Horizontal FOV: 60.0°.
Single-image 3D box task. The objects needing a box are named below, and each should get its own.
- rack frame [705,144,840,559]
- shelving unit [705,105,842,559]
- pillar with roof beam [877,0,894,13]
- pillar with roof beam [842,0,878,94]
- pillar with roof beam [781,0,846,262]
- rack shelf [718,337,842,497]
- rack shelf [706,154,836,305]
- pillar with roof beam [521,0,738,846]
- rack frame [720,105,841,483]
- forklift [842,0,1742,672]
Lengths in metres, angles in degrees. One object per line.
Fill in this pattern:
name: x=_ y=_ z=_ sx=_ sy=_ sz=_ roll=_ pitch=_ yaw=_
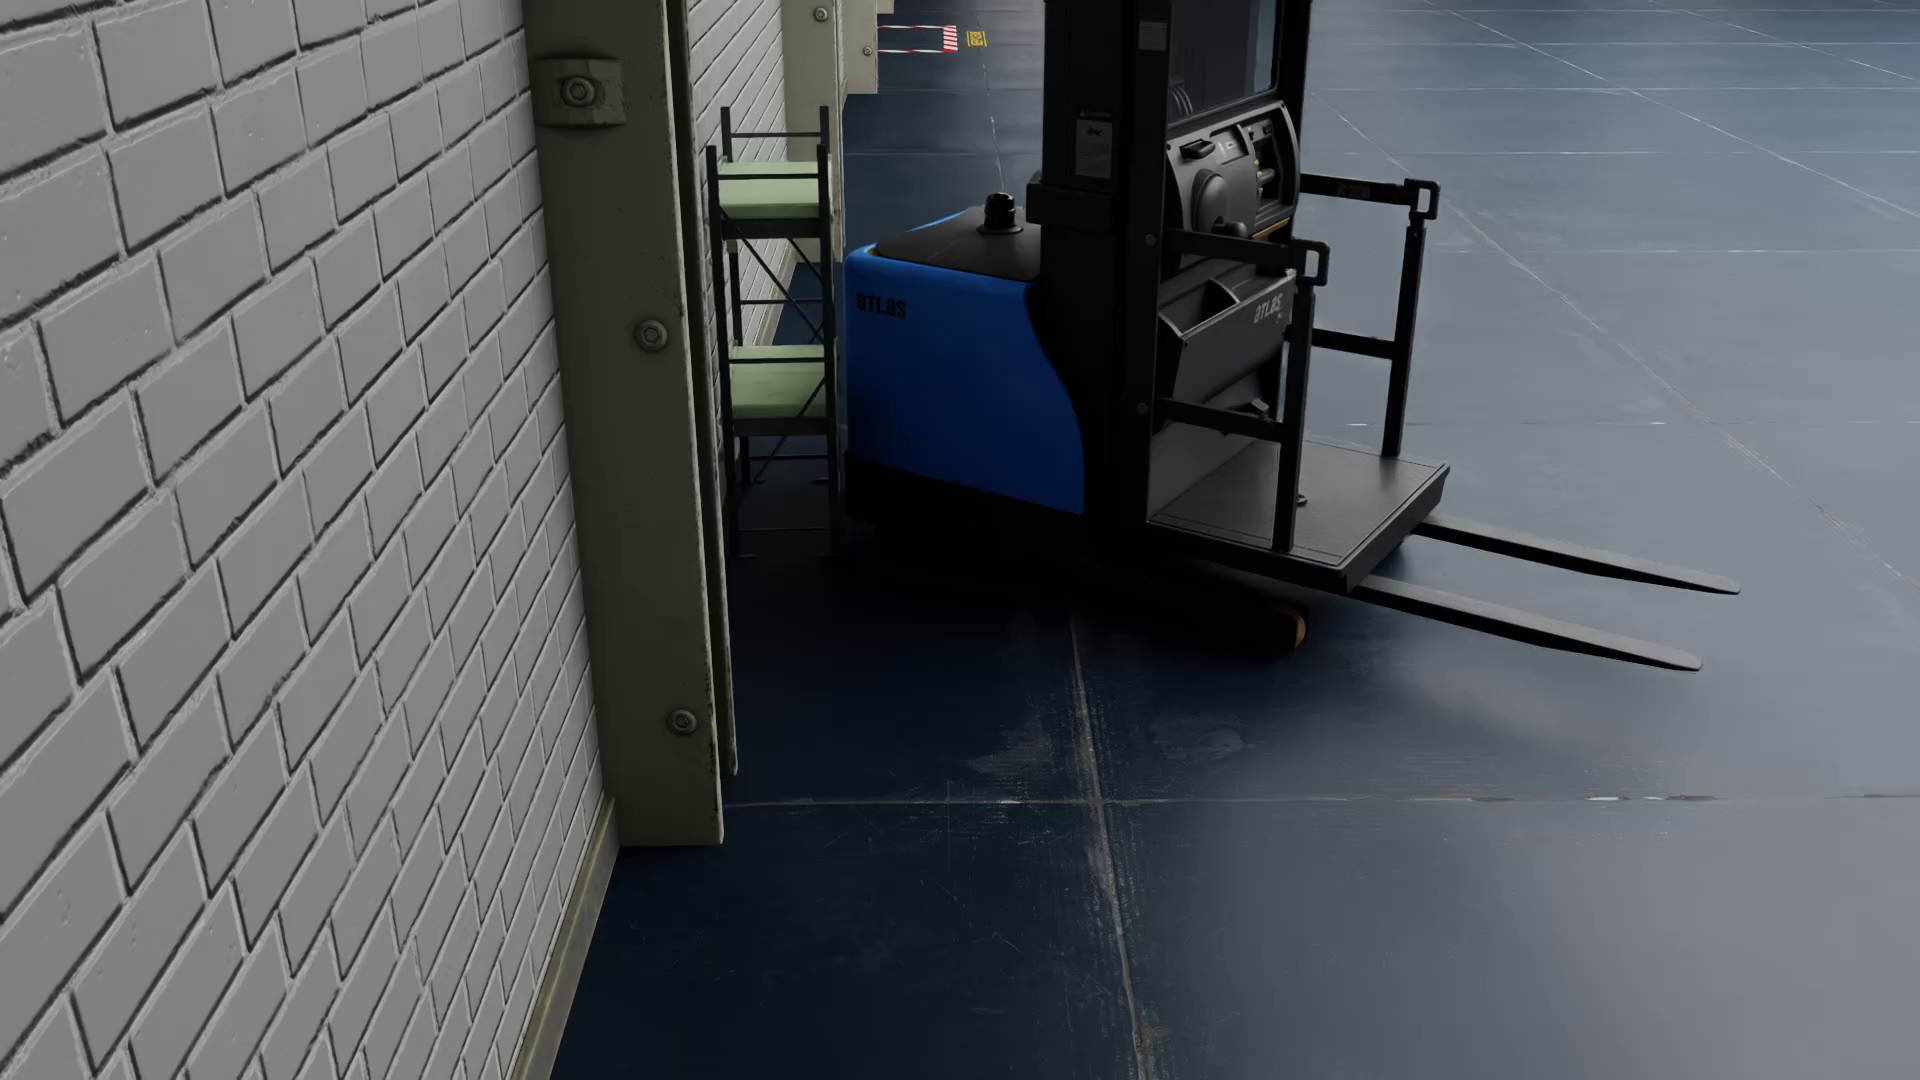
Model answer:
rack frame: x=-0.640 y=-0.623 z=5.807 sx=0.400 sy=1.500 sz=0.023 roll=-2 pitch=24 yaw=-3
shelving unit: x=-0.664 y=-0.773 z=6.139 sx=0.431 sy=1.500 sz=0.755 roll=-2 pitch=24 yaw=-3
pillar with roof beam: x=3.314 y=-10.802 z=19.214 sx=9.100 sy=9.000 sz=0.400 roll=0 pitch=24 yaw=-1
pillar with roof beam: x=3.379 y=-8.330 z=13.748 sx=9.100 sy=9.000 sz=0.400 roll=0 pitch=24 yaw=-1
pillar with roof beam: x=3.445 y=-5.858 z=8.281 sx=9.100 sy=9.000 sz=0.400 roll=0 pitch=24 yaw=-1
rack shelf: x=-0.664 y=-0.476 z=6.274 sx=0.431 sy=0.370 sz=0.720 roll=-2 pitch=24 yaw=-3
rack shelf: x=-0.664 y=-1.129 z=5.979 sx=0.431 sy=0.370 sz=0.720 roll=-2 pitch=24 yaw=-3
pillar with roof beam: x=3.510 y=-3.385 z=2.815 sx=9.100 sy=9.000 sz=0.400 roll=0 pitch=24 yaw=-1
rack frame: x=-0.687 y=-0.924 z=6.472 sx=0.400 sy=1.500 sz=0.023 roll=-2 pitch=24 yaw=-3
forklift: x=1.078 y=-1.208 z=5.364 sx=3.031 sy=2.935 sz=1.130 roll=15 pitch=28 yaw=30
